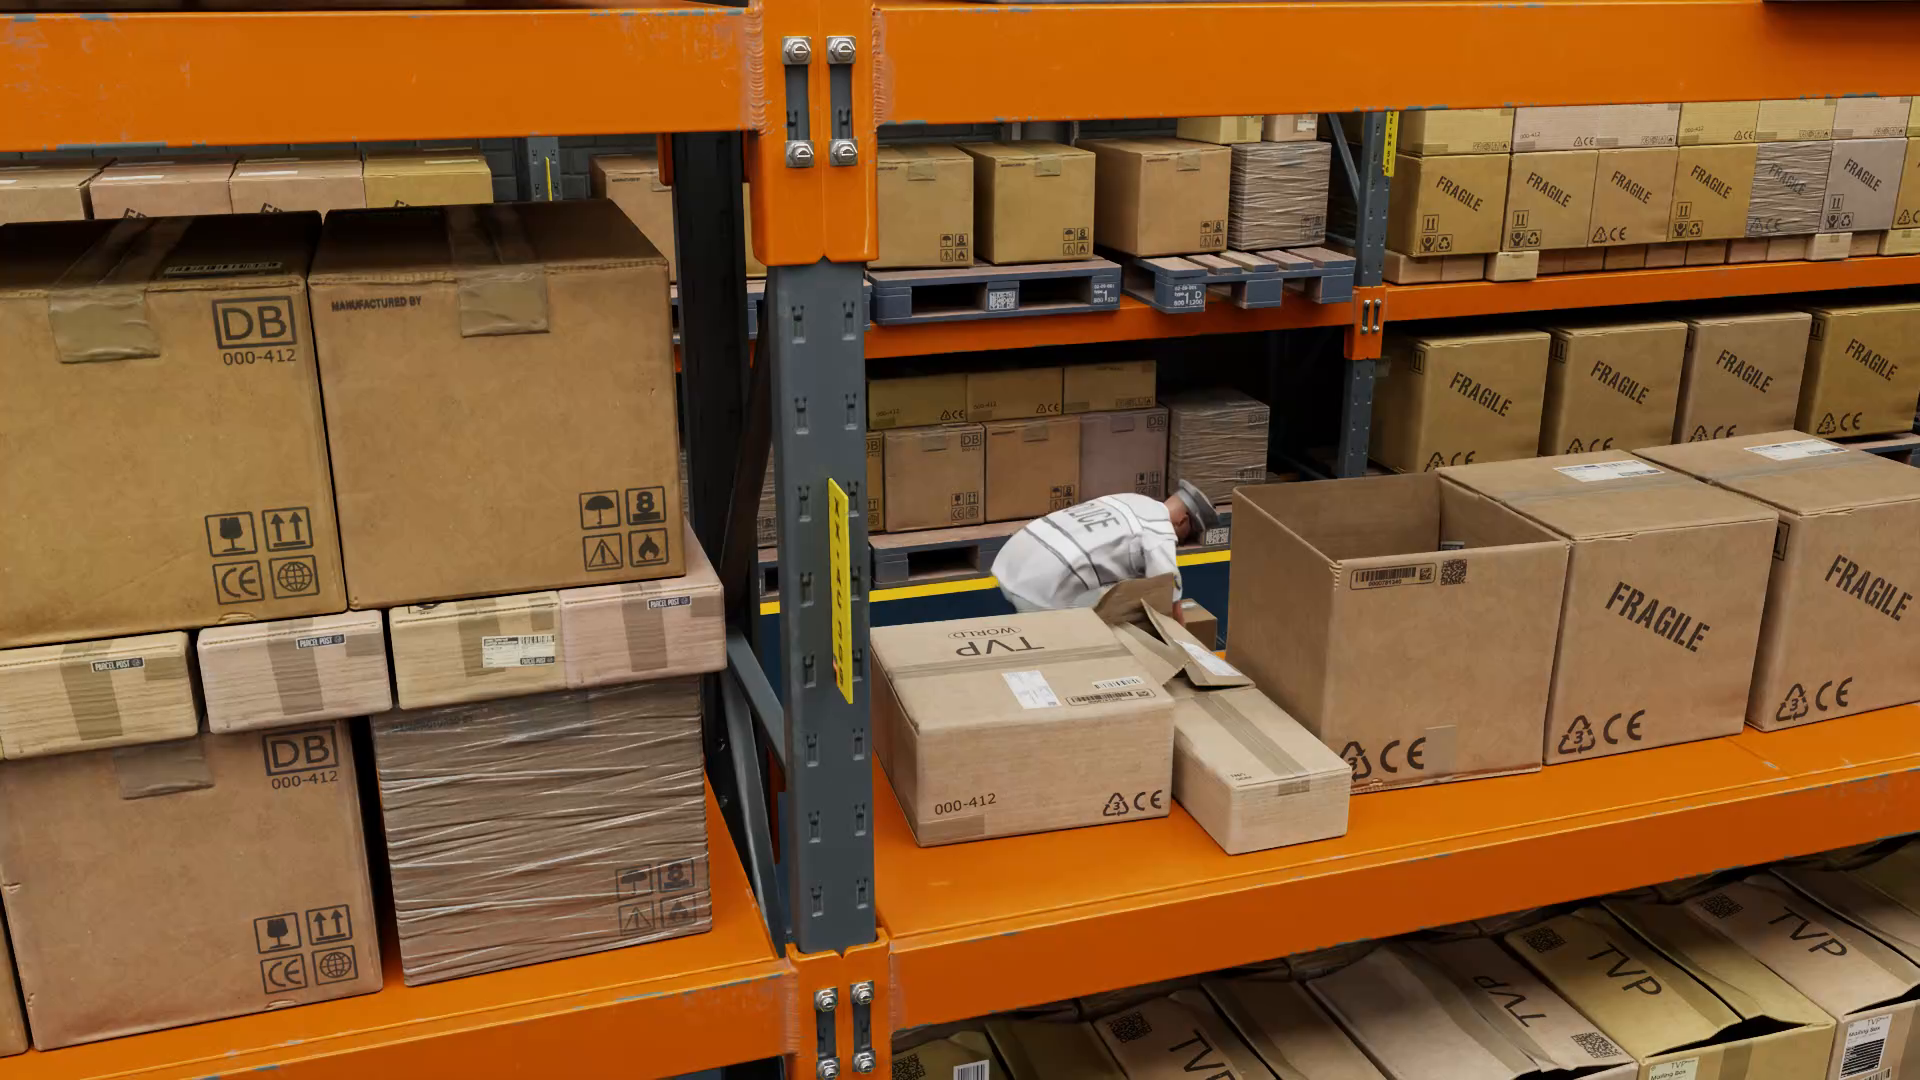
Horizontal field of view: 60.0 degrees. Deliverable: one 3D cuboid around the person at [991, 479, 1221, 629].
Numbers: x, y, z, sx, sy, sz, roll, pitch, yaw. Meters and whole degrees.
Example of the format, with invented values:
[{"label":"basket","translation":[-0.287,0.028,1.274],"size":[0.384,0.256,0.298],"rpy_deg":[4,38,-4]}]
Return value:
[{"label":"person","translation":[0.630,0.209,6.968],"size":[1.008,0.855,0.531],"rpy_deg":[-7,20,-18]}]
